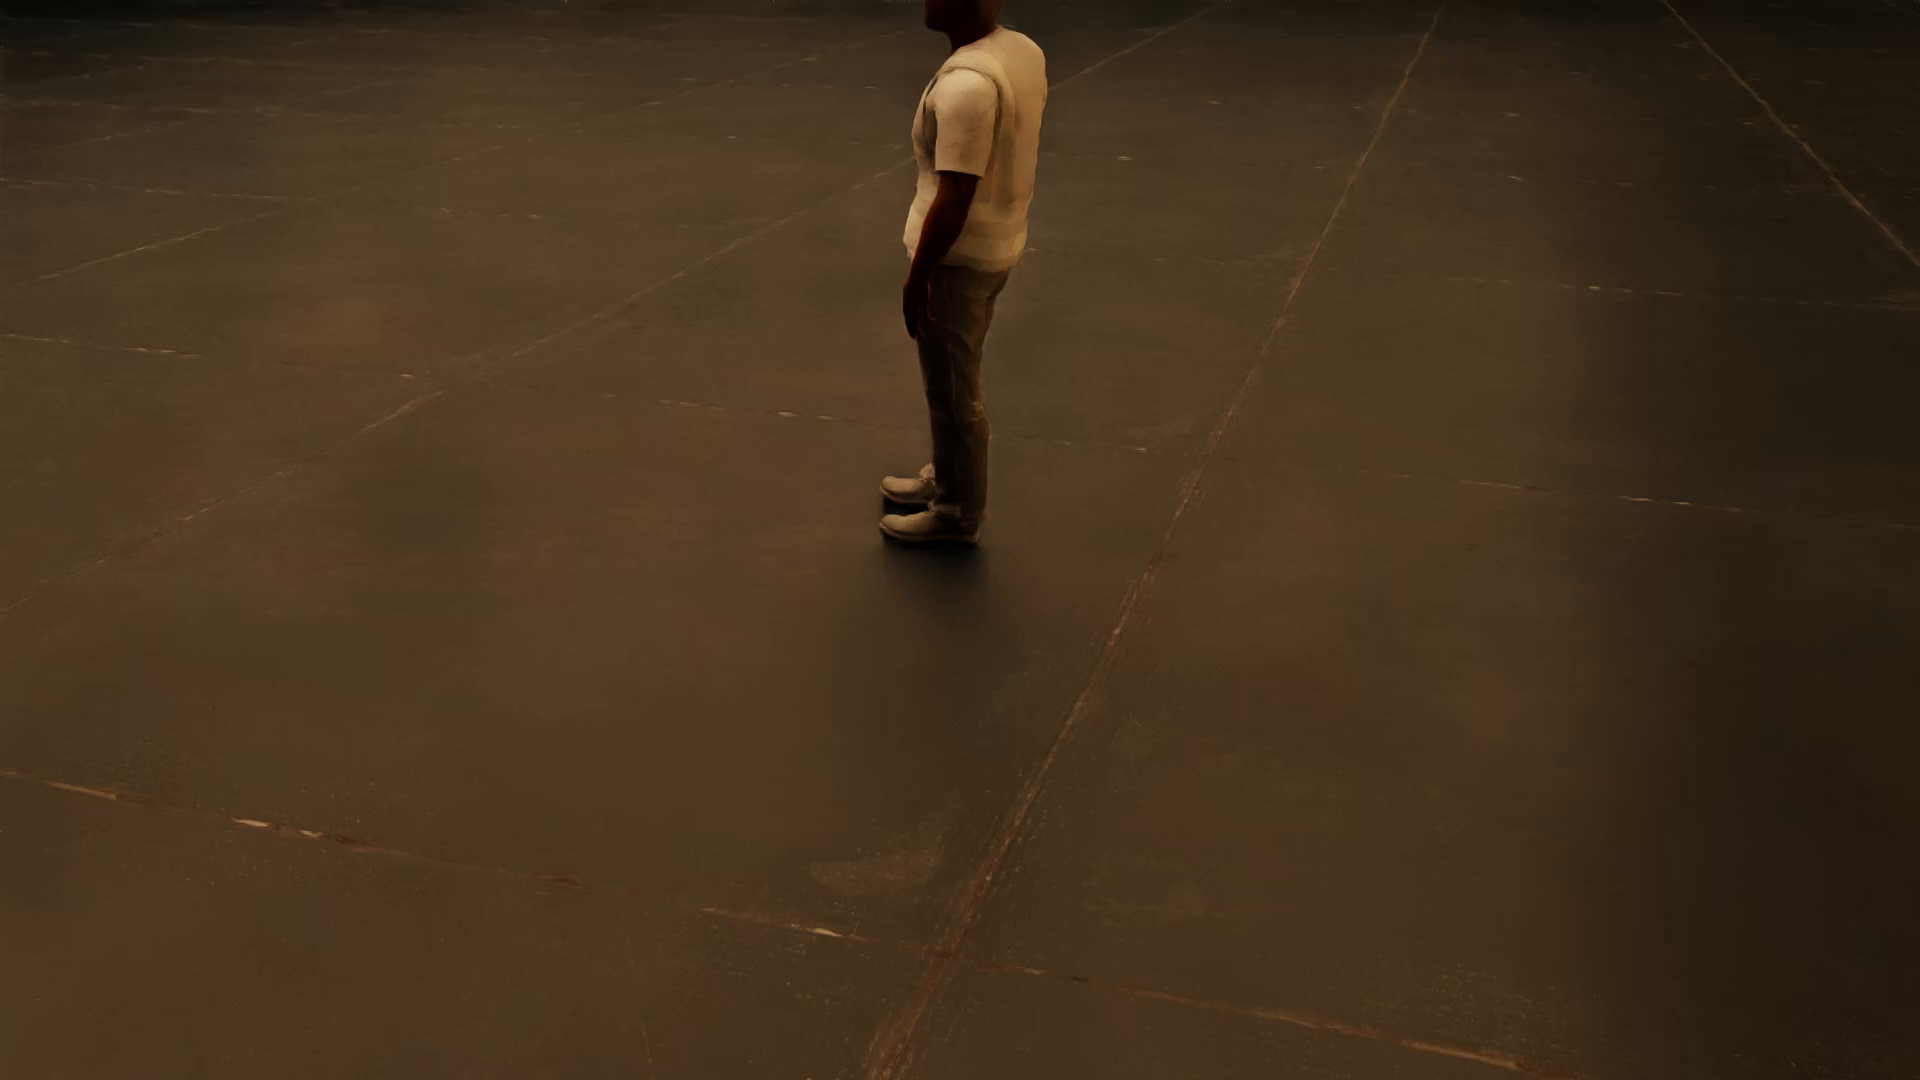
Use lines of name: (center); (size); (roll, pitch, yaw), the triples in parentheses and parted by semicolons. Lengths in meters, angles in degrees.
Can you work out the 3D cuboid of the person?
person: (-0.065, -0.831, 4.805); (0.576, 1.761, 0.665); (7, 23, 16)
